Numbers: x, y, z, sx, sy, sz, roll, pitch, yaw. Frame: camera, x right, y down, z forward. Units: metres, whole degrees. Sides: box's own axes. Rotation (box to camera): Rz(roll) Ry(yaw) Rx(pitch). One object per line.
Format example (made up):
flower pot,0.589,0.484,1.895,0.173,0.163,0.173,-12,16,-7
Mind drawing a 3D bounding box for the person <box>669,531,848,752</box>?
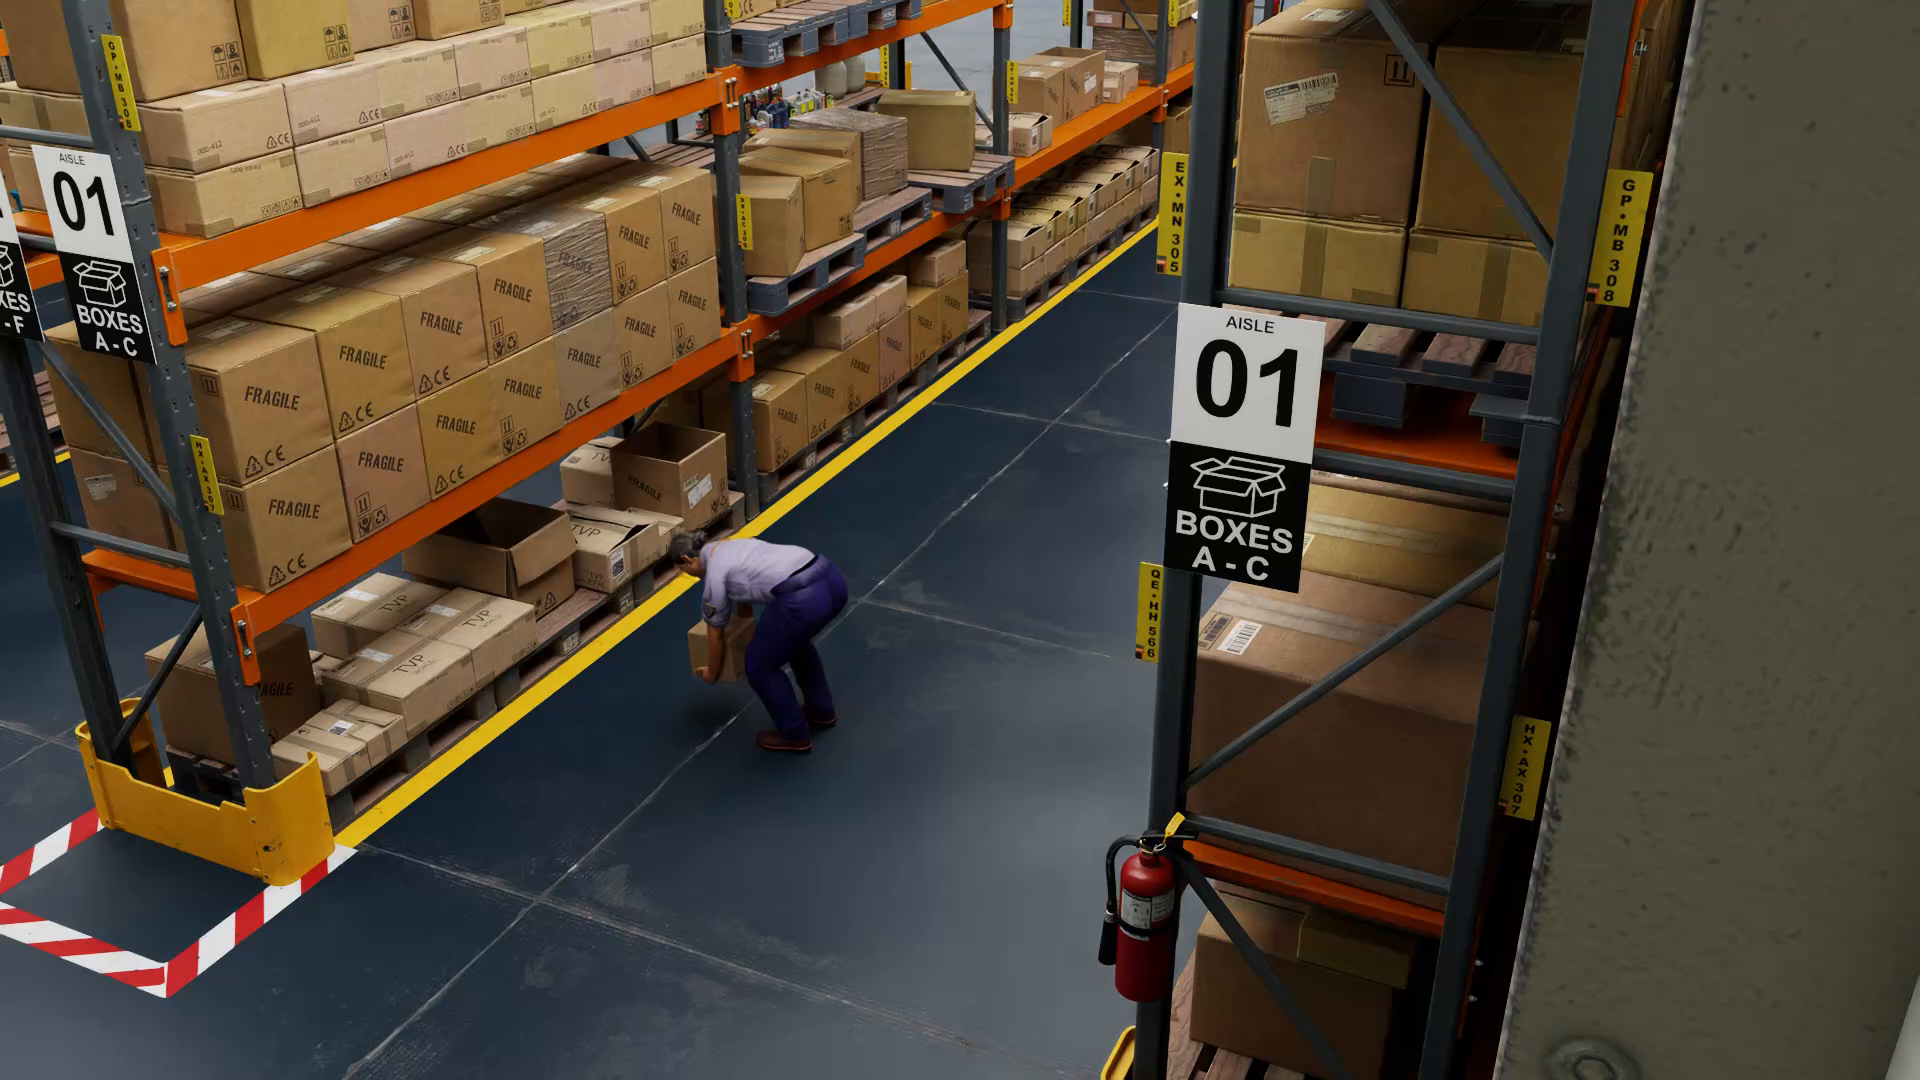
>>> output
person,-1.003,0.474,8.232,0.907,1.037,0.478,10,28,20
